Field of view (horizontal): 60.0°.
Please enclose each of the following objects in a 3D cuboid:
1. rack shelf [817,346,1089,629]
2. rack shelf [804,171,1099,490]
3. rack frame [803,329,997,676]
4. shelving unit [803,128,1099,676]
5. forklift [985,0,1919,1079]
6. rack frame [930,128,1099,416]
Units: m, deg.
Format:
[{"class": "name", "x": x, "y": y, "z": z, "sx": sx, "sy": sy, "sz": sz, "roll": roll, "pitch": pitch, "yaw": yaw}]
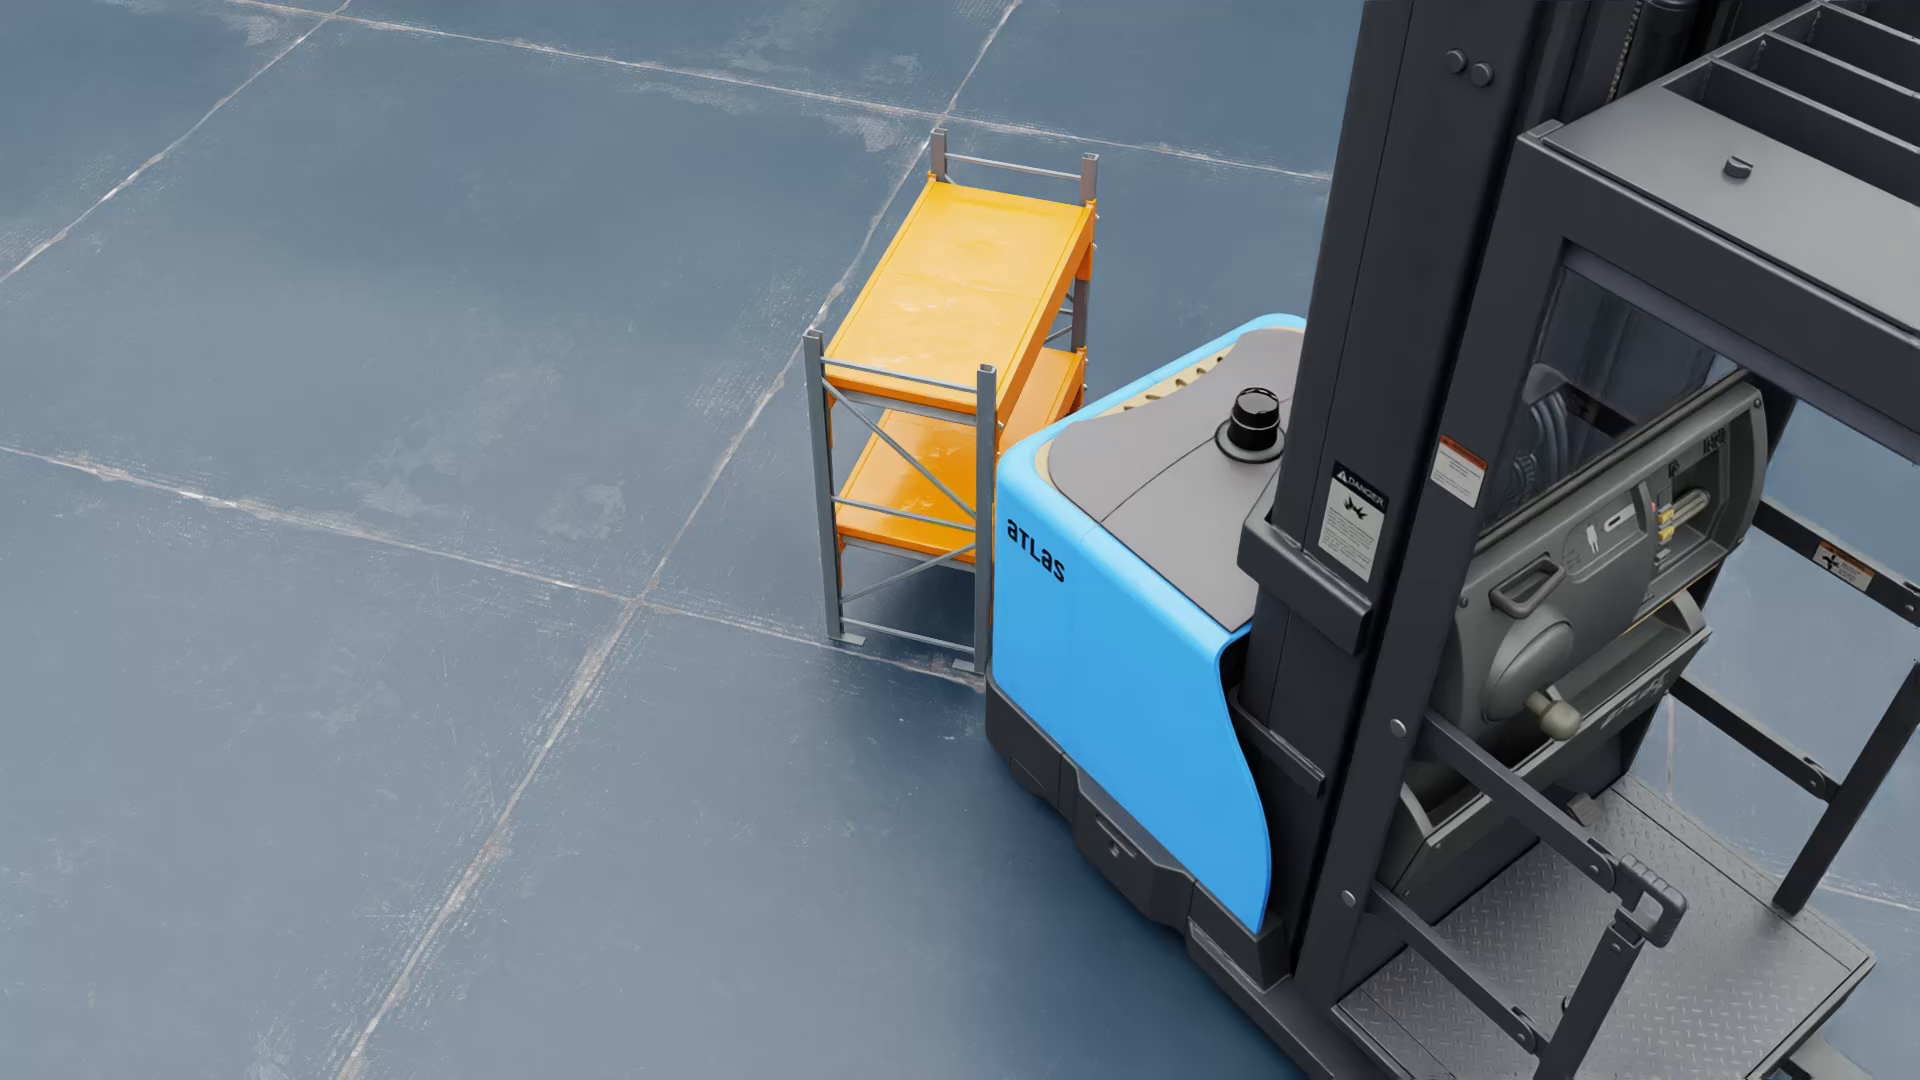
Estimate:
[{"class": "rack shelf", "x": 0.002, "y": -0.232, "z": 5.032, "sx": 0.538, "sy": 0.278, "sz": 1.000, "roll": 13, "pitch": 46, "yaw": 13}, {"class": "rack shelf", "x": 0.002, "y": -0.616, "z": 4.656, "sx": 0.538, "sy": 0.278, "sz": 1.000, "roll": 13, "pitch": 46, "yaw": 13}, {"class": "rack frame", "x": -0.152, "y": -0.068, "z": 4.515, "sx": 0.500, "sy": 1.125, "sz": 0.032, "roll": 13, "pitch": 46, "yaw": 13}, {"class": "shelving unit", "x": 0.002, "y": -0.407, "z": 4.861, "sx": 0.538, "sy": 1.125, "sz": 1.048, "roll": 13, "pitch": 46, "yaw": 13}, {"class": "forklift", "x": 1.369, "y": 0.124, "z": 3.027, "sx": 1.130, "sy": 2.935, "sz": 3.031, "roll": -28, "pitch": 51, "yaw": -26}, {"class": "rack frame", "x": 0.156, "y": -0.745, "z": 5.207, "sx": 0.500, "sy": 1.125, "sz": 0.032, "roll": 13, "pitch": 46, "yaw": 13}]
